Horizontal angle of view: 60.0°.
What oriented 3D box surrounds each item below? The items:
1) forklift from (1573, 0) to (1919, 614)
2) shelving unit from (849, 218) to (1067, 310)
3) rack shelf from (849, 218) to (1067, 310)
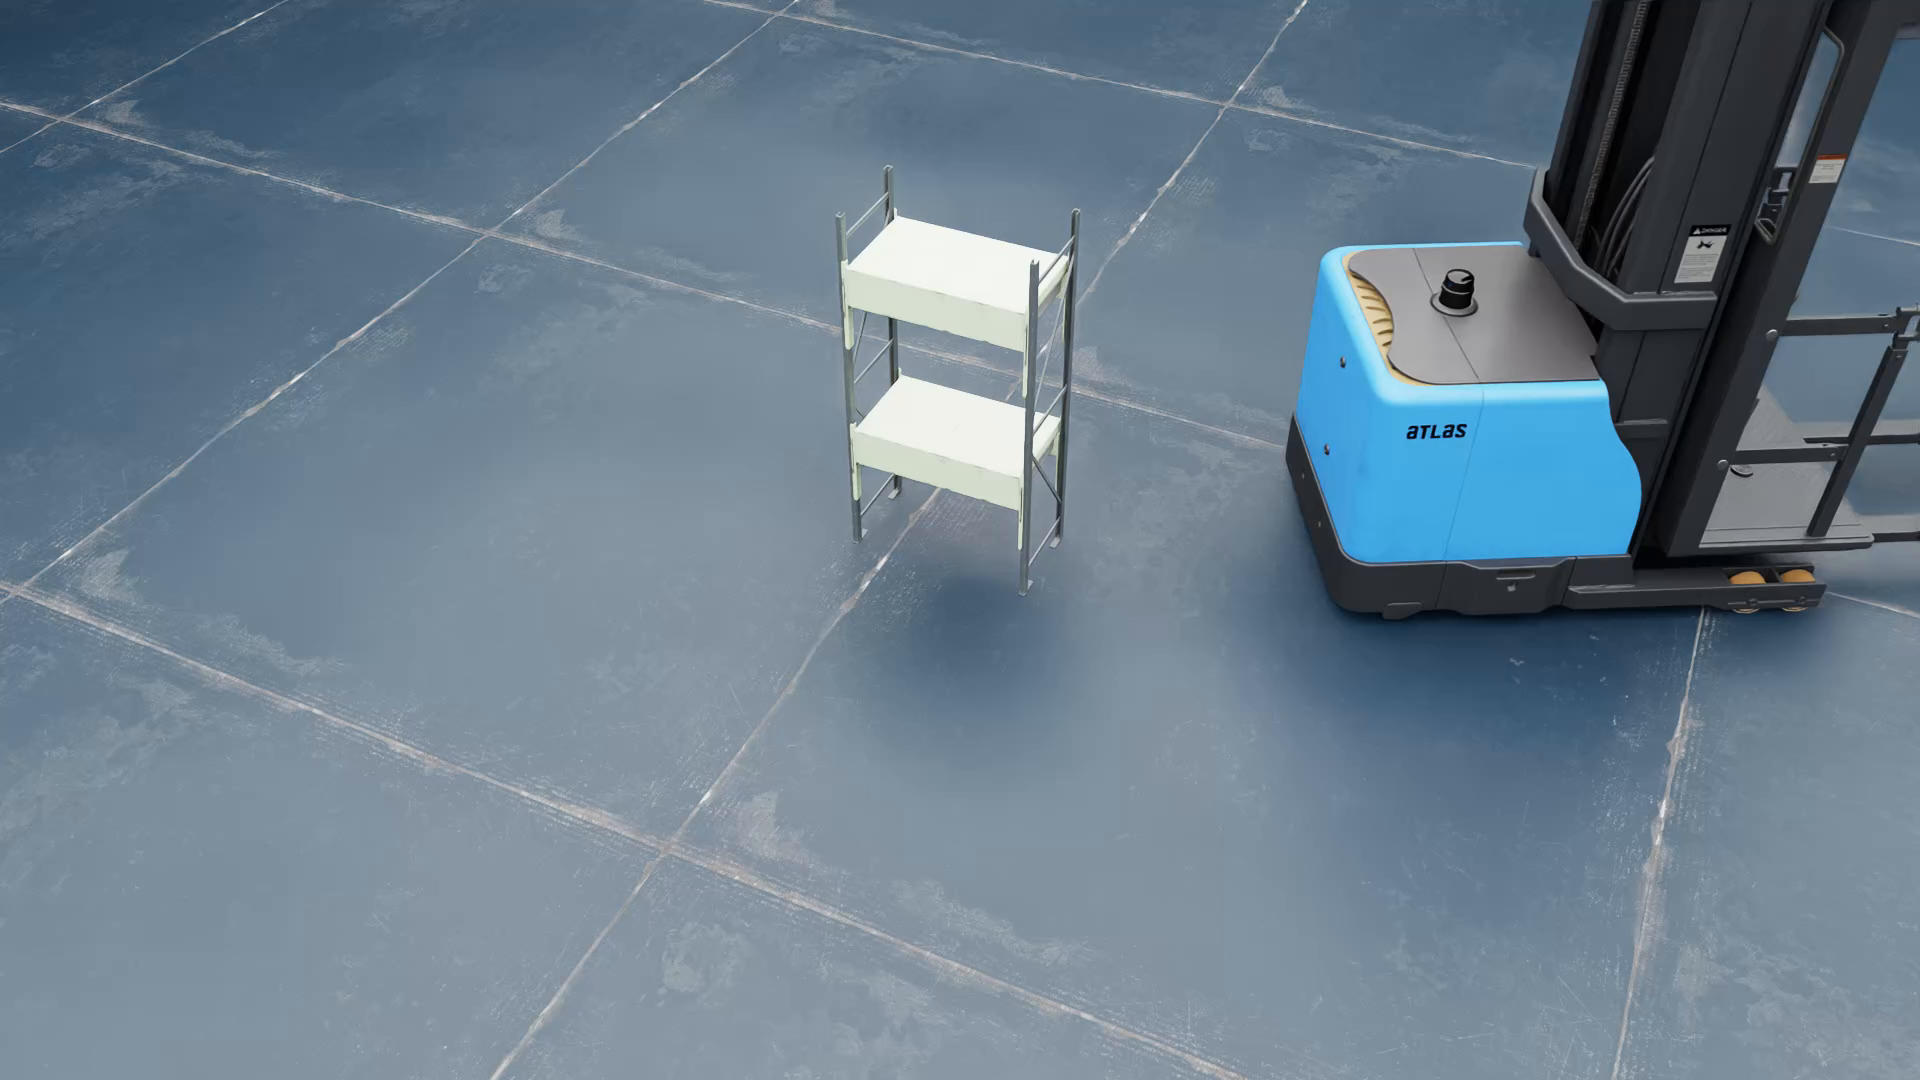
[{"bbox_3d":[3.342,-1.109,5.944,2.170,2.733,1.118,-2,41,-2],"label":"forklift"},{"bbox_3d":[-0.006,-0.964,5.918,0.686,0.052,0.368,17,44,19],"label":"shelving unit"},{"bbox_3d":[-0.006,-0.964,5.918,0.686,0.052,0.368,17,44,19],"label":"rack shelf"}]
